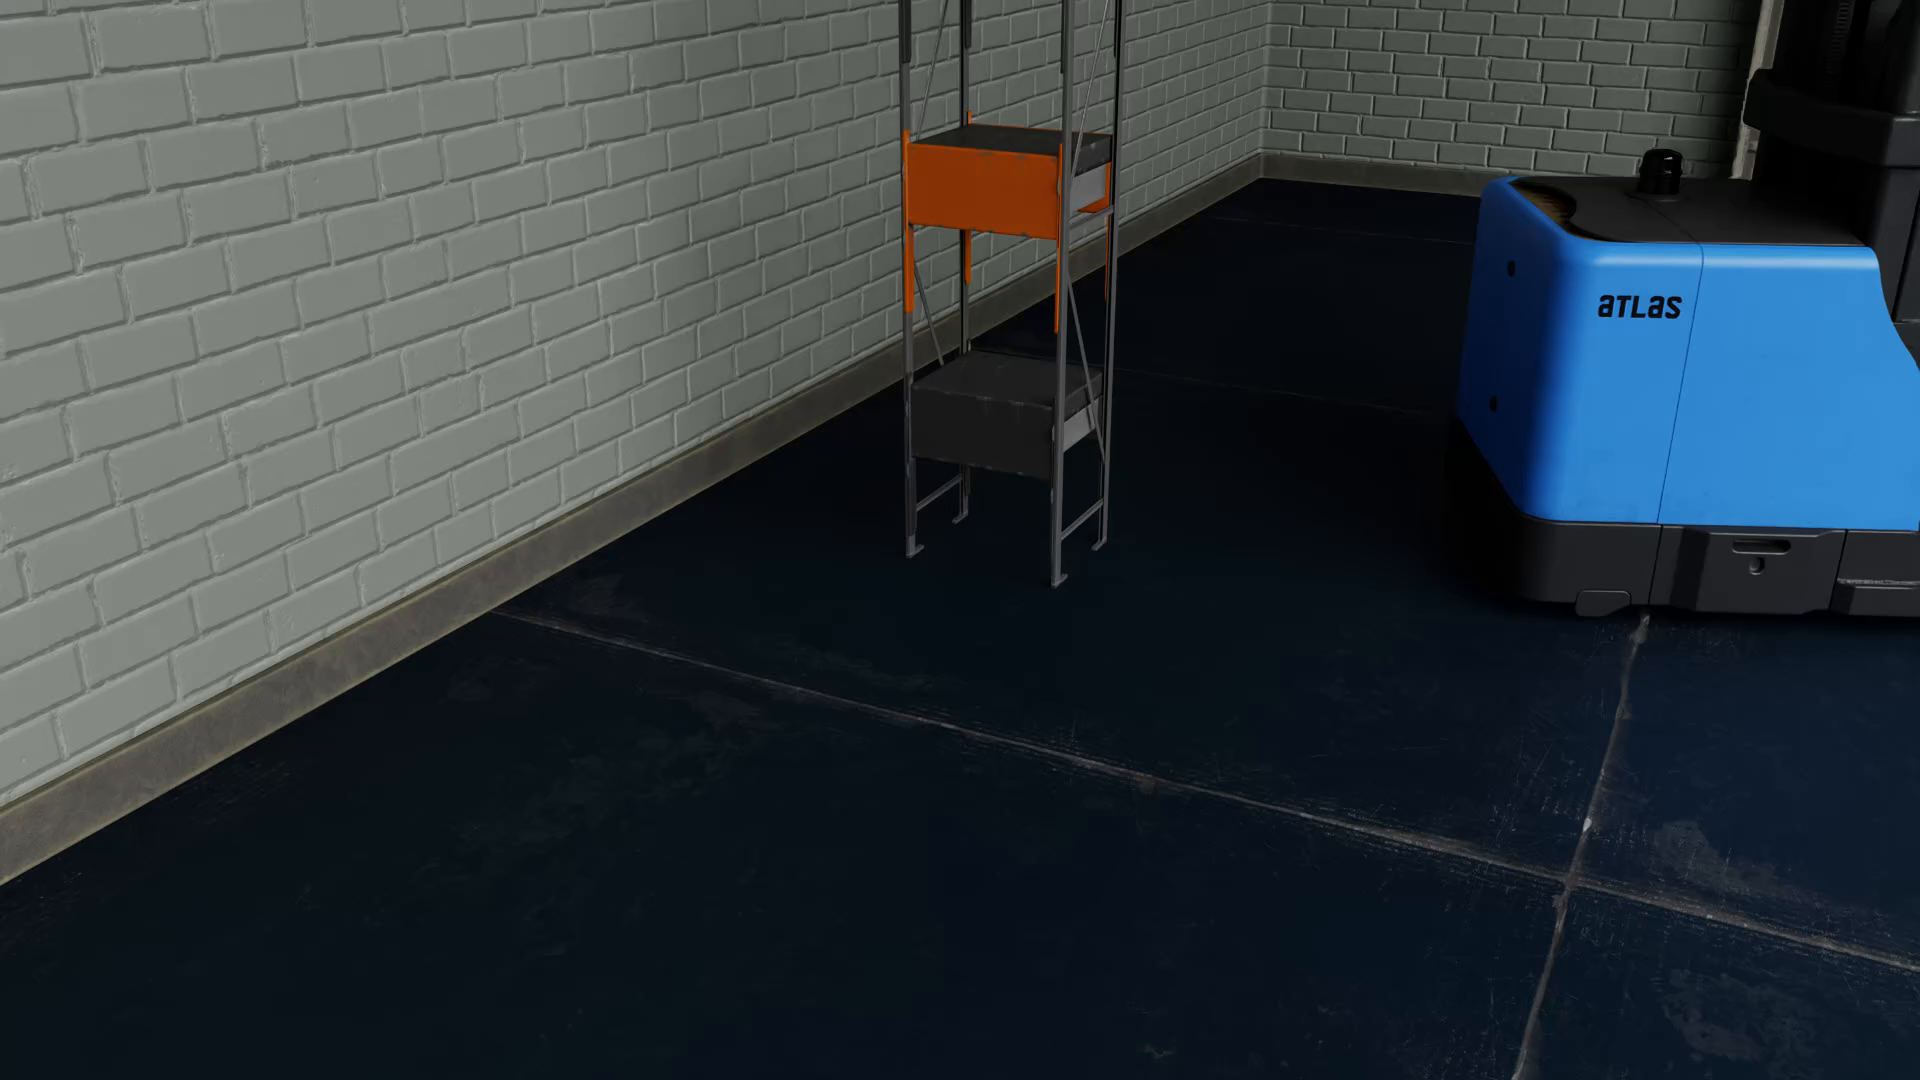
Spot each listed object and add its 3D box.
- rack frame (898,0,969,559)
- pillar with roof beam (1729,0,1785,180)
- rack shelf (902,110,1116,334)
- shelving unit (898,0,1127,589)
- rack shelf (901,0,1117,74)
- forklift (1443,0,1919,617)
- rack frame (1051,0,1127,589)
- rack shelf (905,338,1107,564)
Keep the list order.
[{"bbox_3d":[-0.070,-0.980,4.872,0.015,2.100,0.400,11,25,25],"label":"rack frame"},{"bbox_3d":[2.600,-4.419,4.142,0.400,9.000,9.100,11,25,25],"label":"pillar with roof beam"},{"bbox_3d":[0.148,-0.924,4.776,0.480,0.518,0.431,11,25,25],"label":"rack shelf"},{"bbox_3d":[0.148,-0.937,4.770,0.503,2.100,0.431,11,25,25],"label":"shelving unit"},{"bbox_3d":[0.148,-1.569,4.502,0.480,0.518,0.431,11,25,25],"label":"rack shelf"},{"bbox_3d":[3.088,-1.274,4.501,3.031,2.935,1.130,2,23,4],"label":"forklift"},{"bbox_3d":[0.365,-0.894,4.669,0.015,2.100,0.400,11,25,25],"label":"rack frame"},{"bbox_3d":[0.148,-0.280,5.050,0.480,0.518,0.431,11,25,25],"label":"rack shelf"}]
